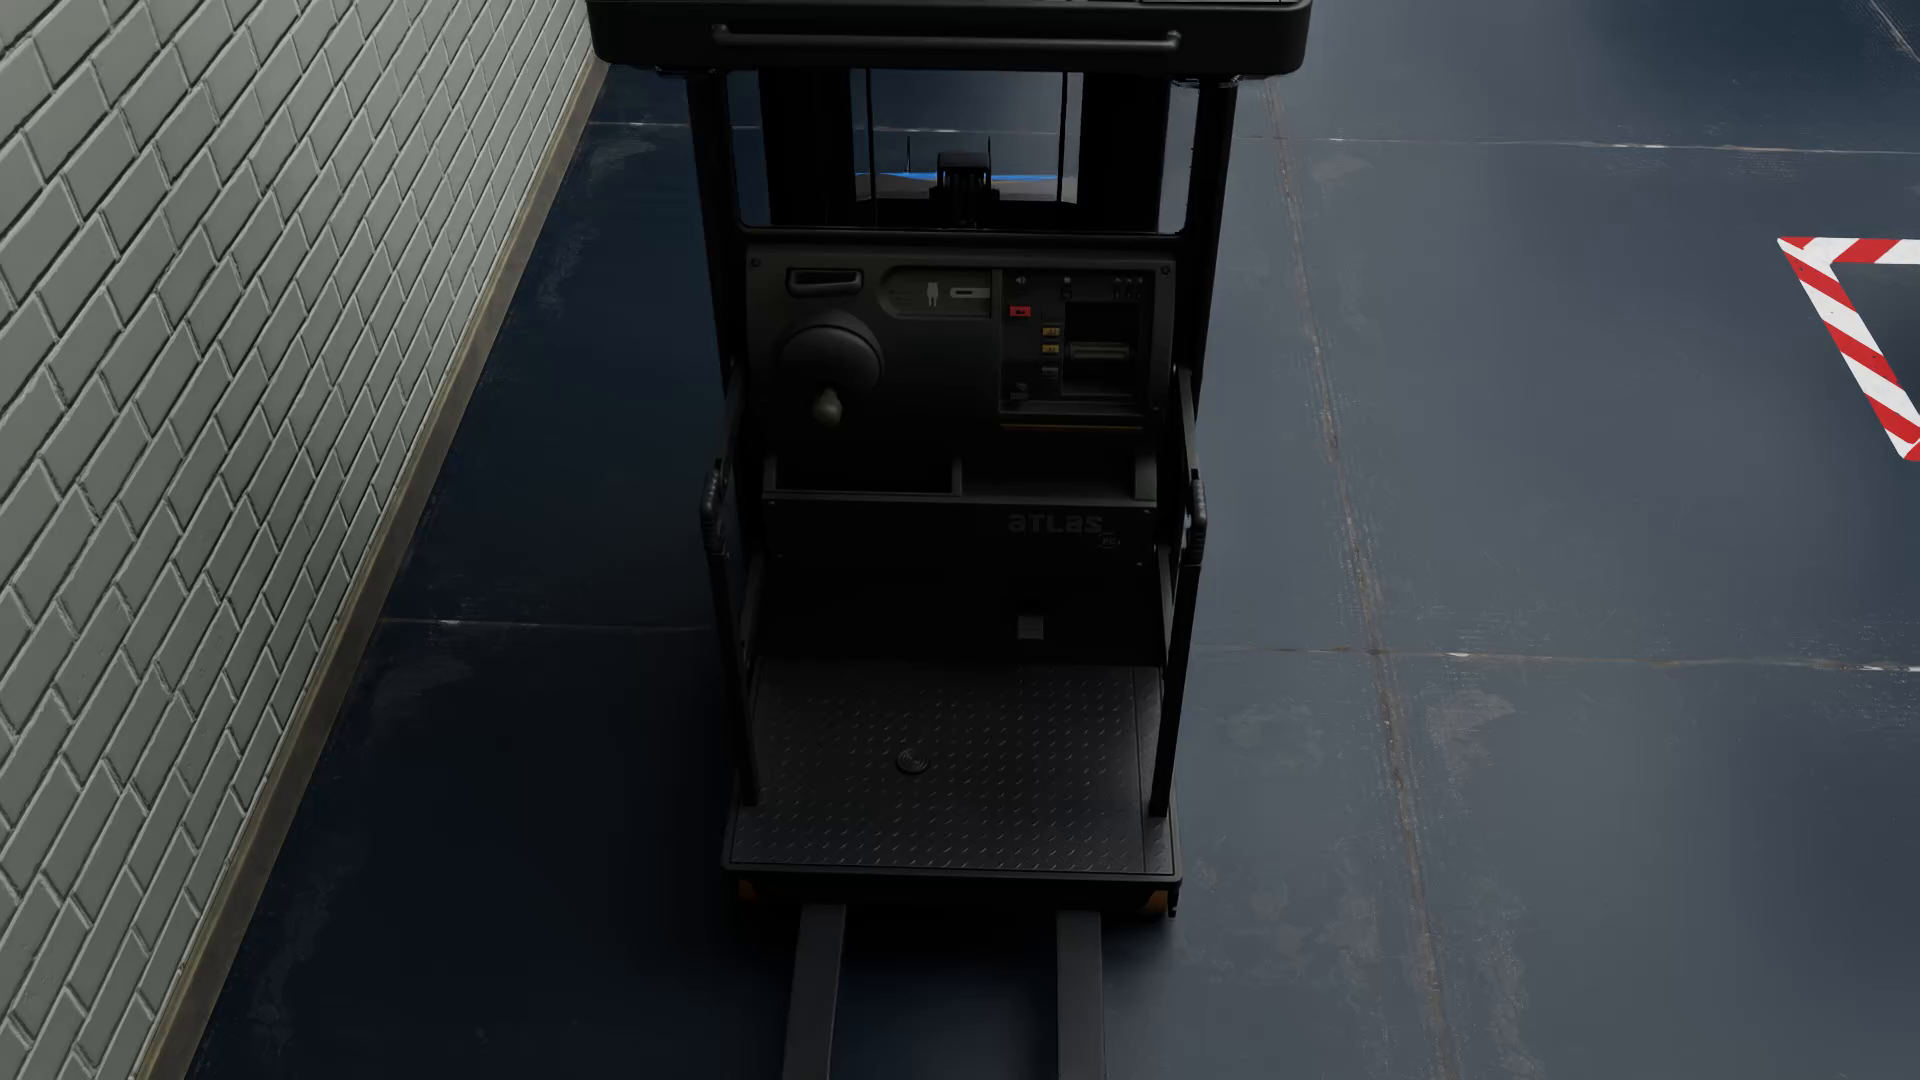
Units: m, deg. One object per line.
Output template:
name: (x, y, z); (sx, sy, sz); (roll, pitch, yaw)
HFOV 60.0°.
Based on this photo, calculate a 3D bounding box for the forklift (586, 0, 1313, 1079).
forklift: (-0.006, -0.351, 3.477); (1.130, 2.935, 3.031); (1, 43, 1)

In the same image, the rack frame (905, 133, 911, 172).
rack frame: (-0.157, -0.780, 5.317); (0.008, 1.050, 0.200); (1, 43, 1)

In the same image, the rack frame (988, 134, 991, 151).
rack frame: (0.087, -0.777, 5.314); (0.008, 1.050, 0.200); (1, 43, 1)

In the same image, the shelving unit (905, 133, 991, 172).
shelving unit: (-0.035, -0.779, 5.316); (0.252, 1.050, 0.215); (1, 43, 1)
